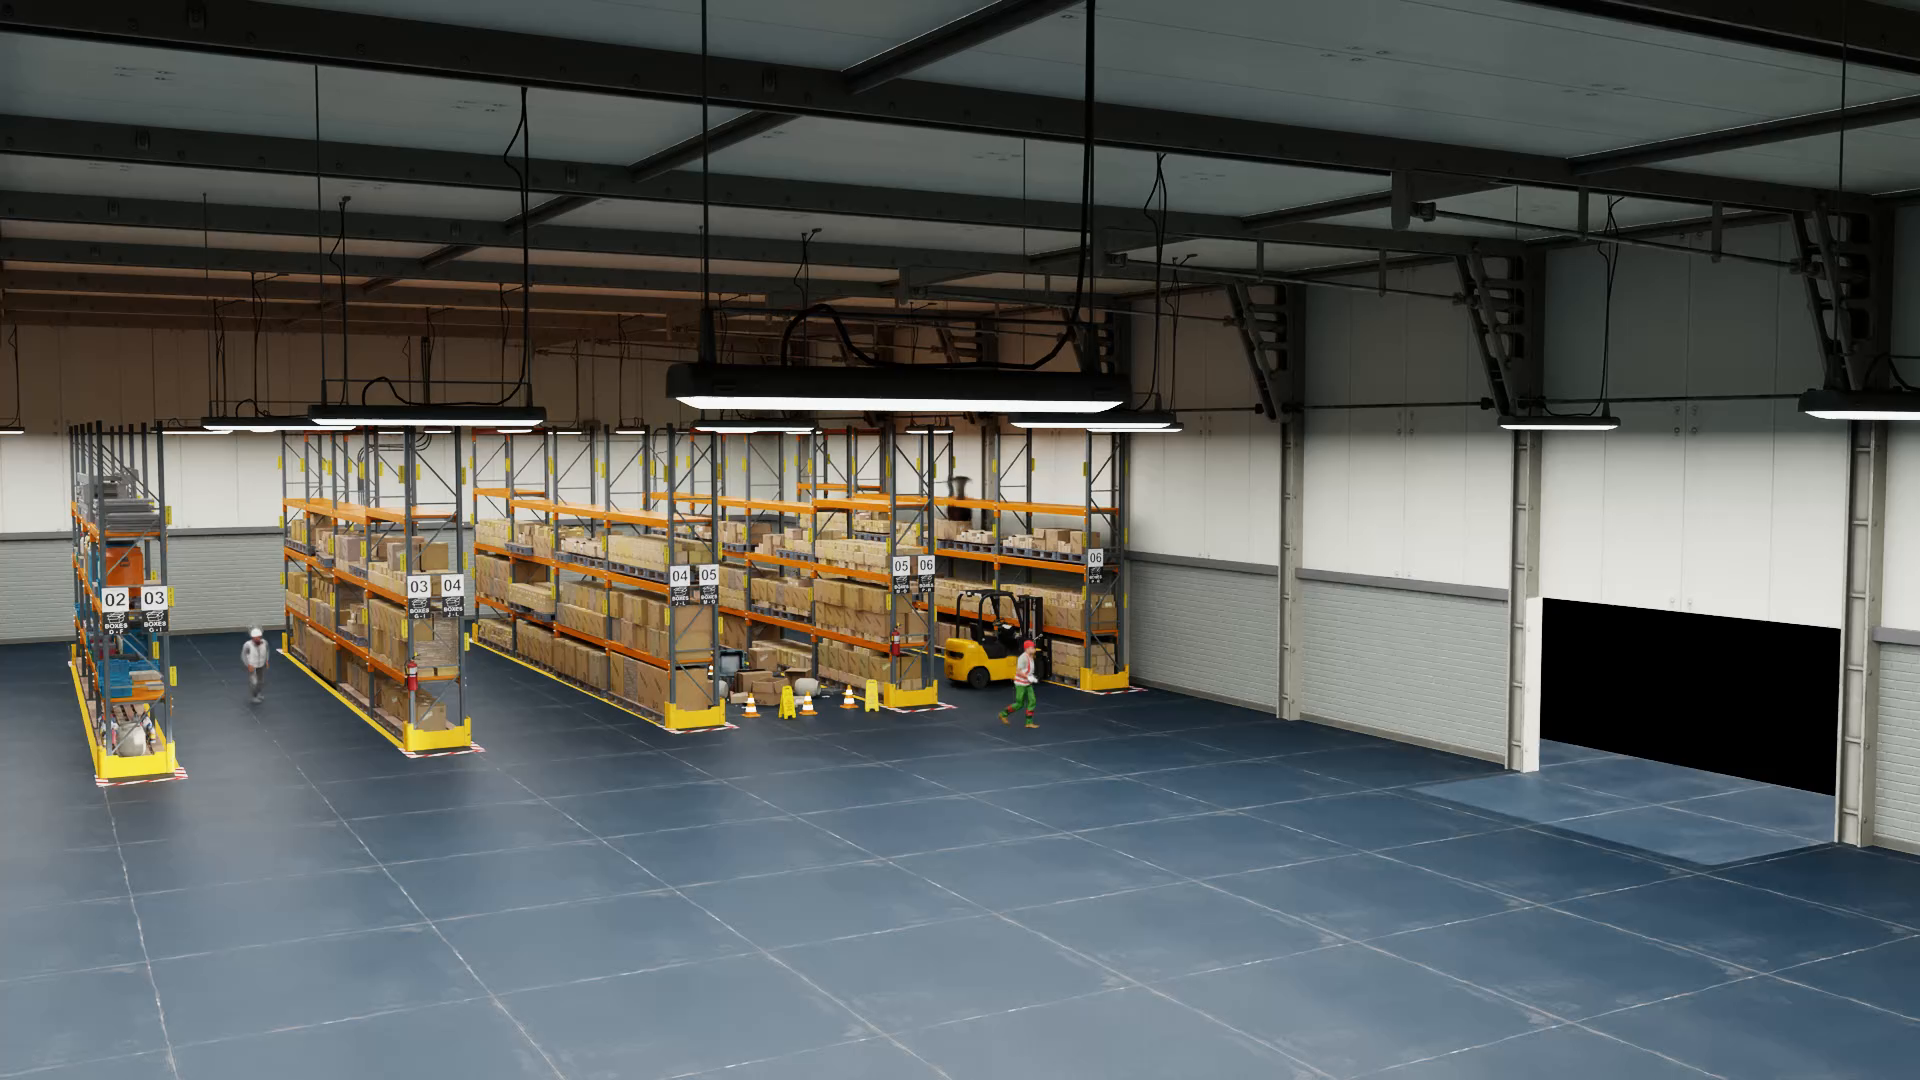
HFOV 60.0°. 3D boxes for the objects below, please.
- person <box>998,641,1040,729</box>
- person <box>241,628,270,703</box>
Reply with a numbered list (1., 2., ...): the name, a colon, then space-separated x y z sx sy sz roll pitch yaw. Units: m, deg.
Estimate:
1. person: 1.169 2.834 32.699 0.865 1.744 0.663 2 4 24
2. person: -15.162 2.689 35.782 0.883 1.642 0.666 3 4 38
